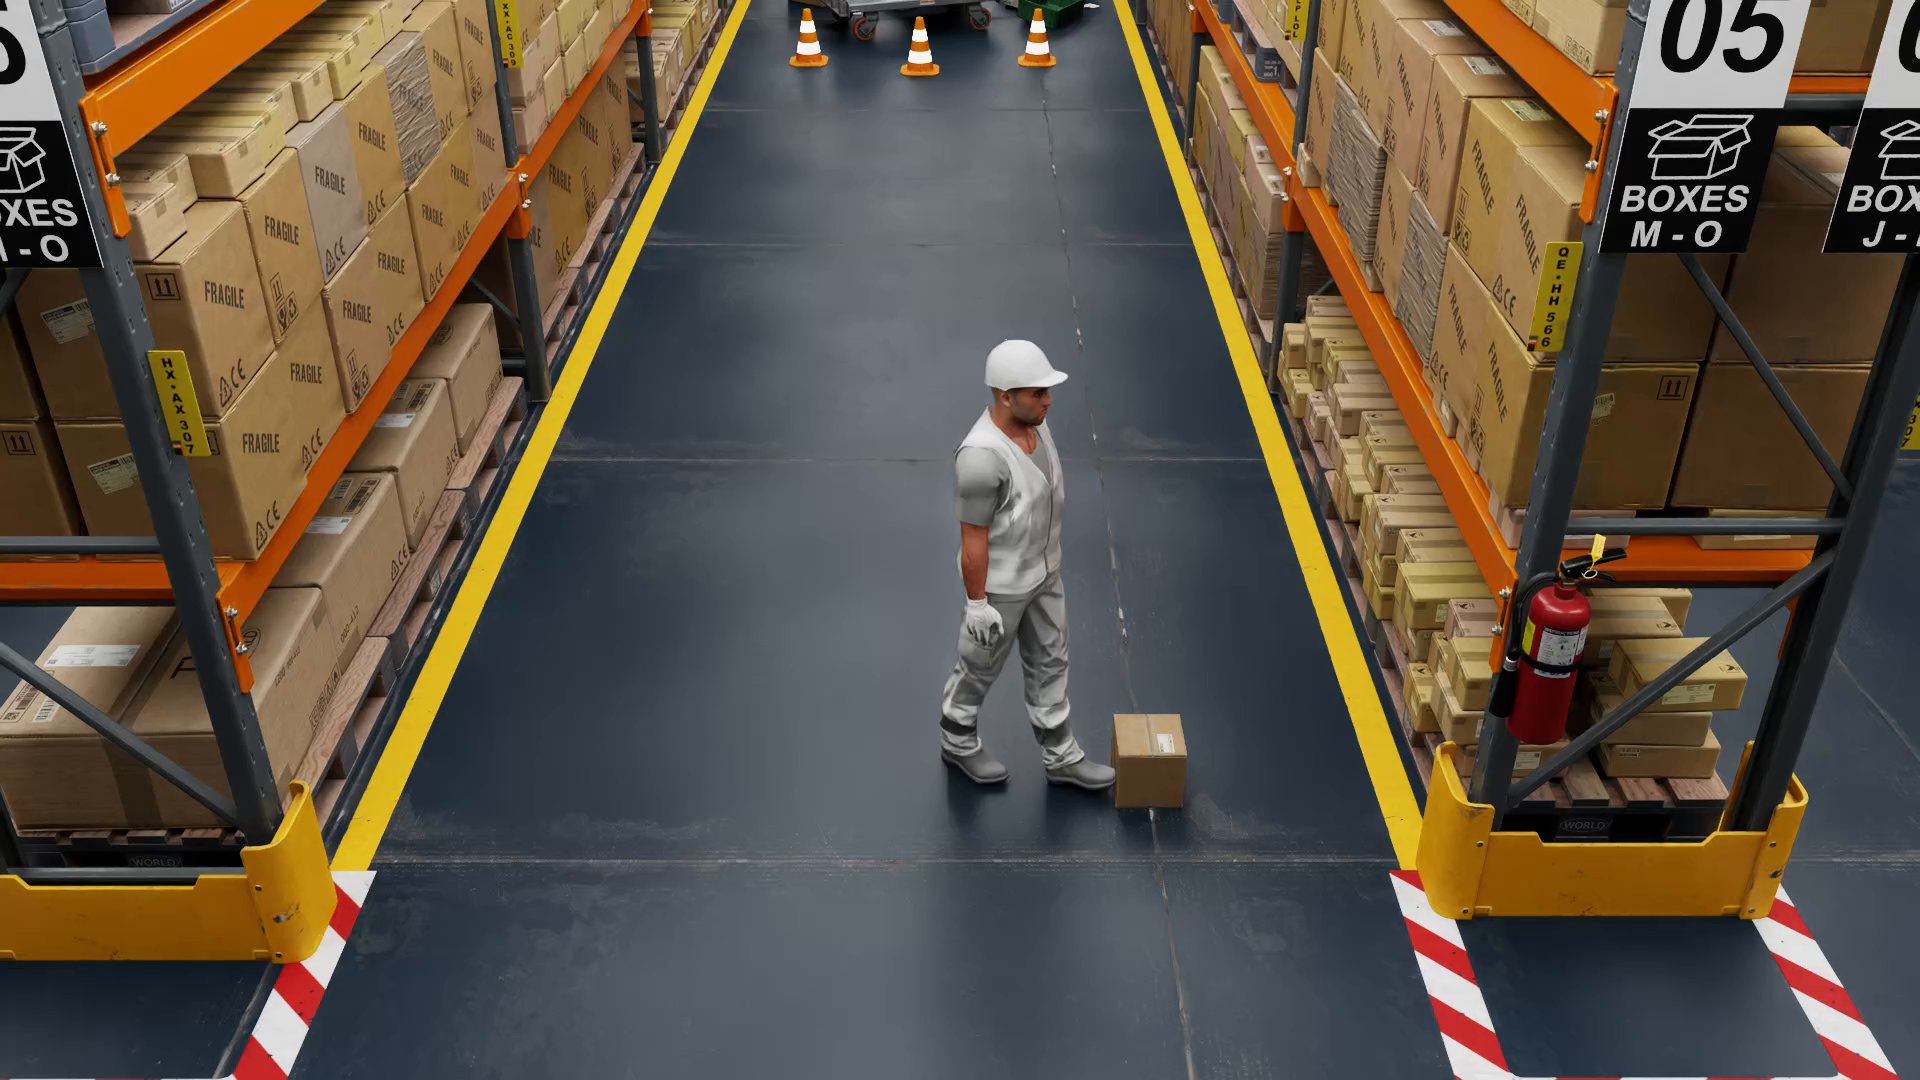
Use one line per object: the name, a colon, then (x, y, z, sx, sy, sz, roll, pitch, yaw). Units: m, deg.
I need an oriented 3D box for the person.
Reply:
person: (0.249, 0.151, 5.849, 0.687, 1.790, 0.546, 18, 36, 27)
